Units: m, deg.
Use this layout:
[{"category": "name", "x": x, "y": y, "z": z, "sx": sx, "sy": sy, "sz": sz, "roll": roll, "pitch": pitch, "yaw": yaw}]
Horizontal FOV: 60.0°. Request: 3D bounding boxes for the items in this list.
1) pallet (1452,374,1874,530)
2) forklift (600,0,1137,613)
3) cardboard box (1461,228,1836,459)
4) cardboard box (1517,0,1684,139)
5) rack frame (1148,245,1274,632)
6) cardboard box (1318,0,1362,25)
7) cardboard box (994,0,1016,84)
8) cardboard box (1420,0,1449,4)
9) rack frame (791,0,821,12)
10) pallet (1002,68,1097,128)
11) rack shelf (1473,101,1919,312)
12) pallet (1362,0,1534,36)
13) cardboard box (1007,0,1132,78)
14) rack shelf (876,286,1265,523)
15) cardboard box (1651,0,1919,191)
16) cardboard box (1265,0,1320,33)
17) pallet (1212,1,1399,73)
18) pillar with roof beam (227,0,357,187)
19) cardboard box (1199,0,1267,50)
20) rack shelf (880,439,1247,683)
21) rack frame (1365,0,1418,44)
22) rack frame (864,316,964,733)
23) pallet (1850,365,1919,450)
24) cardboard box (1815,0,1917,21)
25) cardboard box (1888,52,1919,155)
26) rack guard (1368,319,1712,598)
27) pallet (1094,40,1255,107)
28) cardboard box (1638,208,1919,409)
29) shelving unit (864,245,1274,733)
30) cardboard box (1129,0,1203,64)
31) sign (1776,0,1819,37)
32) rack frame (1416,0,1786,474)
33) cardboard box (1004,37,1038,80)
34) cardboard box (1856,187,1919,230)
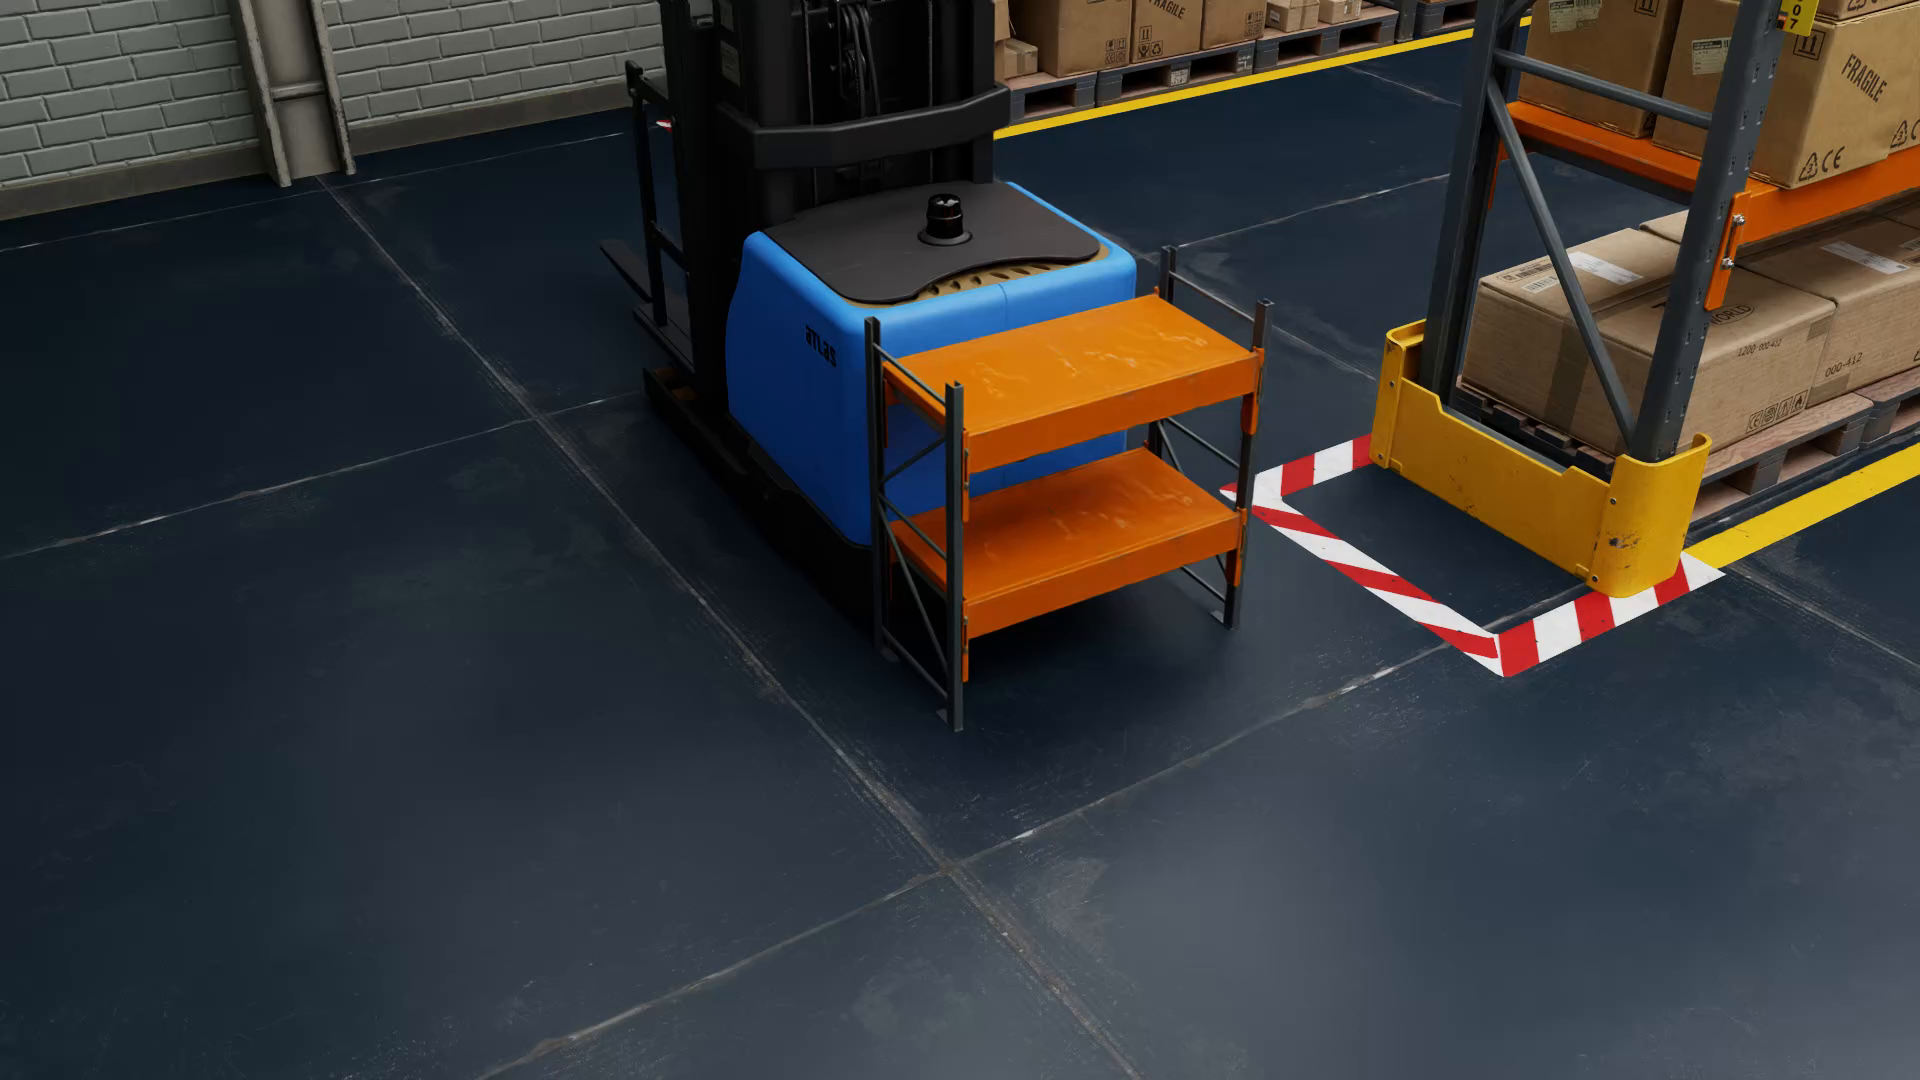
[{"category": "pallet", "x": 2.620, "y": -0.469, "z": 6.296, "sx": 1.213, "sy": 0.211, "sz": 1.003, "roll": -19, "pitch": 37, "yaw": -27}, {"category": "forklift", "x": -0.588, "y": -1.770, "z": 5.810, "sx": 1.130, "sy": 2.935, "sz": 3.031, "roll": -16, "pitch": 36, "yaw": -24}, {"category": "cardboard box", "x": 2.491, "y": -0.712, "z": 6.075, "sx": 0.875, "sy": 0.438, "sz": 0.875, "roll": -20, "pitch": 38, "yaw": -29}, {"category": "cardboard box", "x": 2.252, "y": -1.683, "z": 5.513, "sx": 0.500, "sy": 0.500, "sz": 0.500, "roll": -19, "pitch": 37, "yaw": -27}, {"category": "rack frame", "x": 0.750, "y": -0.304, "z": 5.177, "sx": 0.032, "sy": 1.125, "sz": 0.500, "roll": -17, "pitch": 36, "yaw": -25}, {"category": "cardboard box", "x": 2.351, "y": -3.443, "z": 10.675, "sx": 0.250, "sy": 0.149, "sz": 0.380, "roll": -20, "pitch": 37, "yaw": -29}, {"category": "cardboard box", "x": -0.137, "y": -2.863, "z": 9.424, "sx": 0.637, "sy": 0.503, "sz": 0.797, "roll": -21, "pitch": 38, "yaw": -29}, {"category": "cardboard box", "x": 3.188, "y": -3.923, "z": 11.107, "sx": 0.500, "sy": 0.500, "sz": 0.500, "roll": -17, "pitch": 36, "yaw": -25}, {"category": "rack frame", "x": -0.702, "y": -3.607, "z": 8.657, "sx": 0.127, "sy": 3.000, "sz": 1.000, "roll": -19, "pitch": 37, "yaw": -27}, {"category": "pallet", "x": 0.031, "y": -2.681, "z": 9.802, "sx": 1.213, "sy": 0.211, "sz": 1.003, "roll": -19, "pitch": 37, "yaw": -27}, {"category": "rack shelf", "x": 3.671, "y": -1.656, "z": 6.239, "sx": 4.000, "sy": 0.370, "sz": 1.077, "roll": -19, "pitch": 37, "yaw": -27}, {"category": "pallet", "x": 3.323, "y": -3.836, "z": 11.634, "sx": 1.213, "sy": 0.211, "sz": 1.003, "roll": -19, "pitch": 37, "yaw": -27}, {"category": "cardboard box", "x": 0.603, "y": -3.092, "z": 9.789, "sx": 0.500, "sy": 0.500, "sz": 0.700, "roll": -17, "pitch": 36, "yaw": -25}, {"category": "rack shelf", "x": 0.311, "y": -0.415, "z": 4.804, "sx": 1.000, "sy": 0.278, "sz": 0.538, "roll": -17, "pitch": 36, "yaw": -25}, {"category": "cardboard box", "x": 2.549, "y": -1.435, "z": 5.119, "sx": 0.500, "sy": 0.500, "sz": 0.500, "roll": -19, "pitch": 37, "yaw": -28}, {"category": "cardboard box", "x": 2.051, "y": -3.389, "z": 10.480, "sx": 0.258, "sy": 0.266, "sz": 0.396, "roll": -18, "pitch": 36, "yaw": -26}, {"category": "pallet", "x": 2.082, "y": -3.386, "z": 10.920, "sx": 1.213, "sy": 0.211, "sz": 1.003, "roll": -19, "pitch": 37, "yaw": -27}, {"category": "pillar with roof beam", "x": -1.124, "y": -3.839, "z": 3.401, "sx": 0.400, "sy": 9.000, "sz": 9.100, "roll": -19, "pitch": 37, "yaw": -27}, {"category": "cardboard box", "x": 1.475, "y": -3.392, "z": 10.265, "sx": 0.500, "sy": 0.500, "sz": 0.700, "roll": -20, "pitch": 38, "yaw": -29}, {"category": "rack shelf", "x": 0.311, "y": 0.040, "z": 5.091, "sx": 1.000, "sy": 0.278, "sz": 0.538, "roll": -17, "pitch": 36, "yaw": -25}, {"category": "rack frame", "x": 2.660, "y": -4.764, "z": 10.490, "sx": 0.127, "sy": 3.000, "sz": 1.000, "roll": -19, "pitch": 37, "yaw": -27}, {"category": "rack frame", "x": -0.129, "y": -0.030, "z": 4.744, "sx": 0.032, "sy": 1.125, "sz": 0.500, "roll": -17, "pitch": 36, "yaw": -25}, {"category": "pallet", "x": 3.644, "y": -0.820, "z": 6.852, "sx": 1.213, "sy": 0.211, "sz": 1.003, "roll": -19, "pitch": 37, "yaw": -27}, {"category": "cardboard box", "x": 2.548, "y": -1.859, "z": 4.854, "sx": 0.500, "sy": 0.500, "sz": 0.500, "roll": -20, "pitch": 37, "yaw": -28}, {"category": "cardboard box", "x": 2.959, "y": -1.594, "z": 5.371, "sx": 0.500, "sy": 0.500, "sz": 0.500, "roll": -20, "pitch": 37, "yaw": -28}, {"category": "rack guard", "x": 1.970, "y": -0.318, "z": 5.786, "sx": 0.348, "sy": 0.500, "sz": 1.175, "roll": -19, "pitch": 37, "yaw": -27}, {"category": "pallet", "x": 1.056, "y": -3.031, "z": 10.358, "sx": 1.213, "sy": 0.211, "sz": 1.003, "roll": -19, "pitch": 37, "yaw": -27}, {"category": "cardboard box", "x": 3.256, "y": -0.980, "z": 6.501, "sx": 0.875, "sy": 0.438, "sz": 0.875, "roll": -18, "pitch": 36, "yaw": -26}, {"category": "shelving unit", "x": 0.311, "y": -0.167, "z": 4.960, "sx": 1.048, "sy": 1.125, "sz": 0.538, "roll": -17, "pitch": 36, "yaw": -25}, {"category": "cardboard box", "x": 1.101, "y": -3.200, "z": 9.960, "sx": 0.500, "sy": 0.500, "sz": 0.500, "roll": -18, "pitch": 37, "yaw": -26}, {"category": "sign", "x": 2.286, "y": -1.532, "z": 4.481, "sx": 0.005, "sy": 0.325, "sz": 0.100, "roll": -19, "pitch": 37, "yaw": -27}, {"category": "rack frame", "x": 1.990, "y": -1.383, "z": 5.130, "sx": 0.127, "sy": 3.000, "sz": 1.000, "roll": -19, "pitch": 37, "yaw": -27}, {"category": "cardboard box", "x": 0.241, "y": -2.819, "z": 9.686, "sx": 0.250, "sy": 0.149, "sz": 0.380, "roll": -21, "pitch": 38, "yaw": -29}, {"category": "cardboard box", "x": 4.014, "y": -1.240, "z": 6.913, "sx": 0.875, "sy": 0.438, "sz": 0.875, "roll": -20, "pitch": 37, "yaw": -29}]
